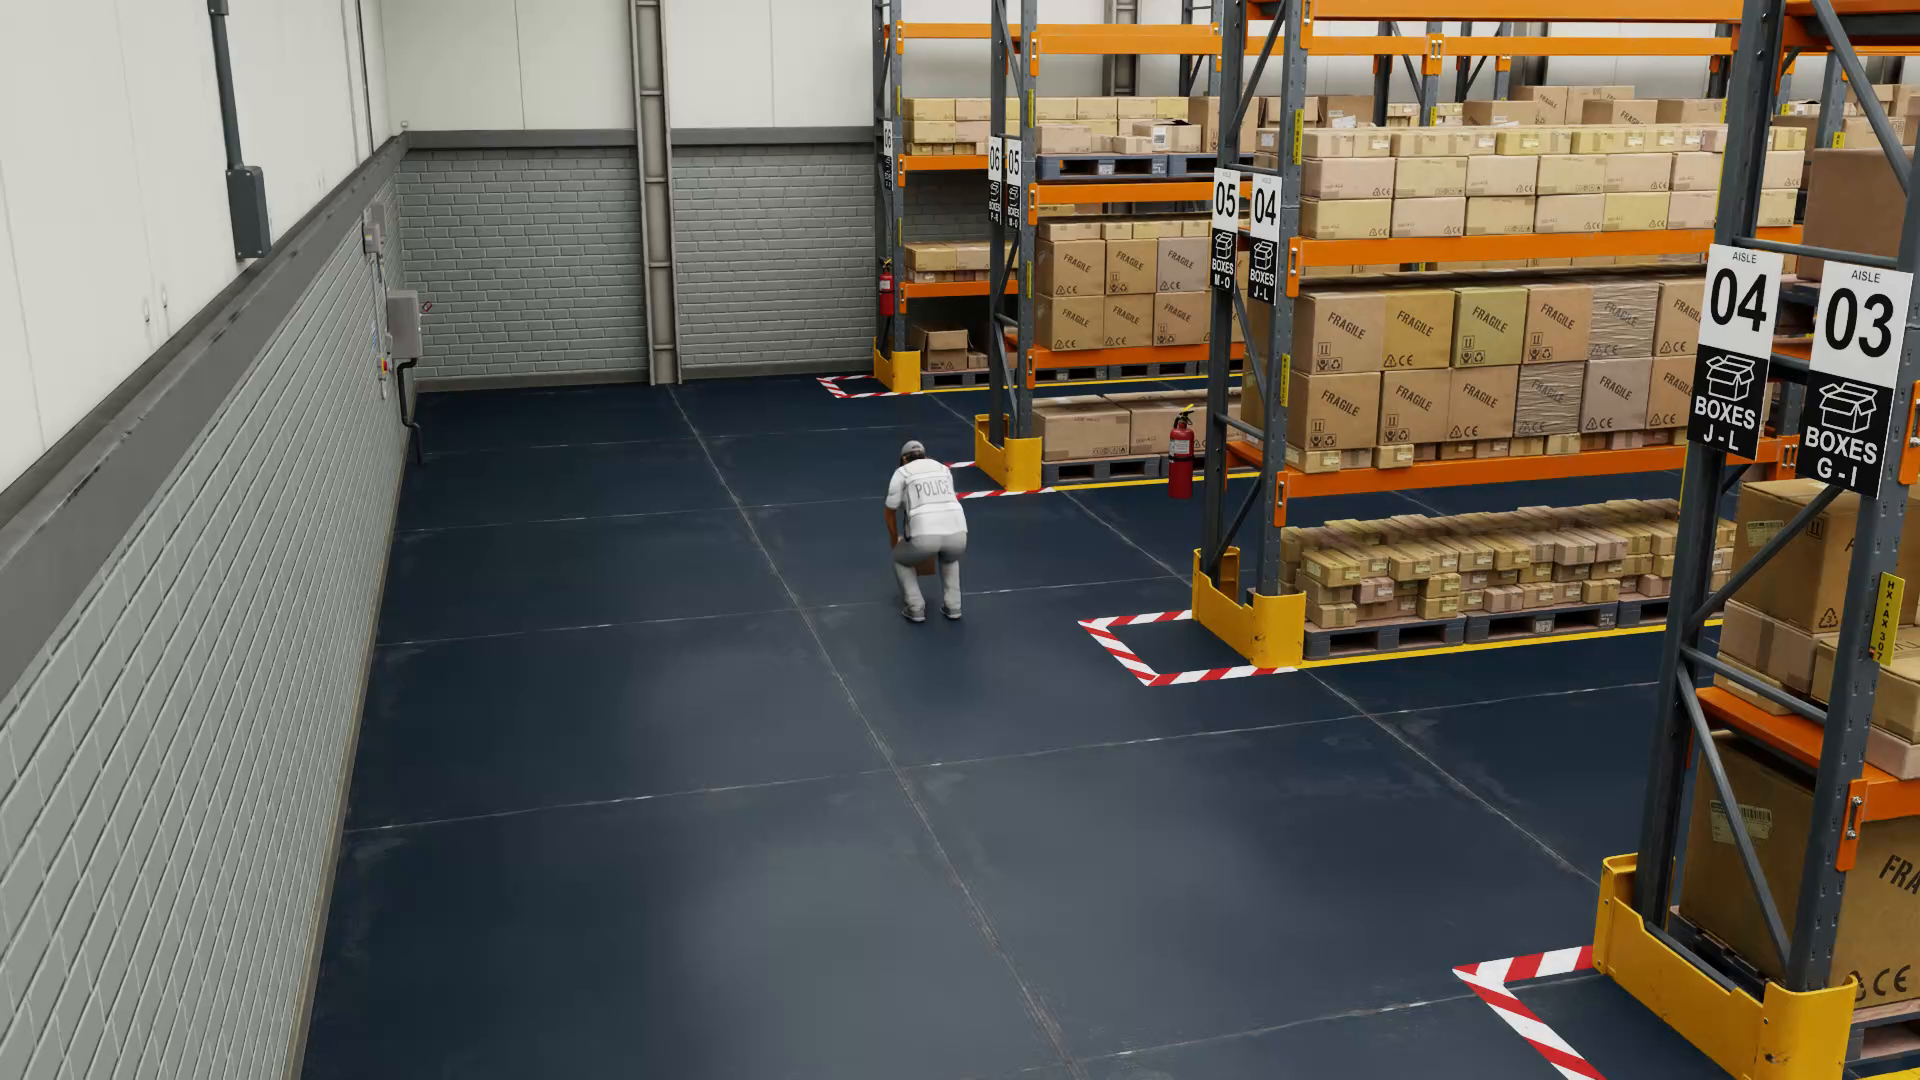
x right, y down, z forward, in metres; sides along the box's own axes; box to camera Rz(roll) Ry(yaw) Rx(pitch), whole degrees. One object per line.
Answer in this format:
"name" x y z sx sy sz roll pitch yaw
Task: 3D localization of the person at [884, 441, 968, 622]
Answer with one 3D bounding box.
"person" -0.260 -0.053 11.994 0.532 1.239 0.794 -4 17 -15
